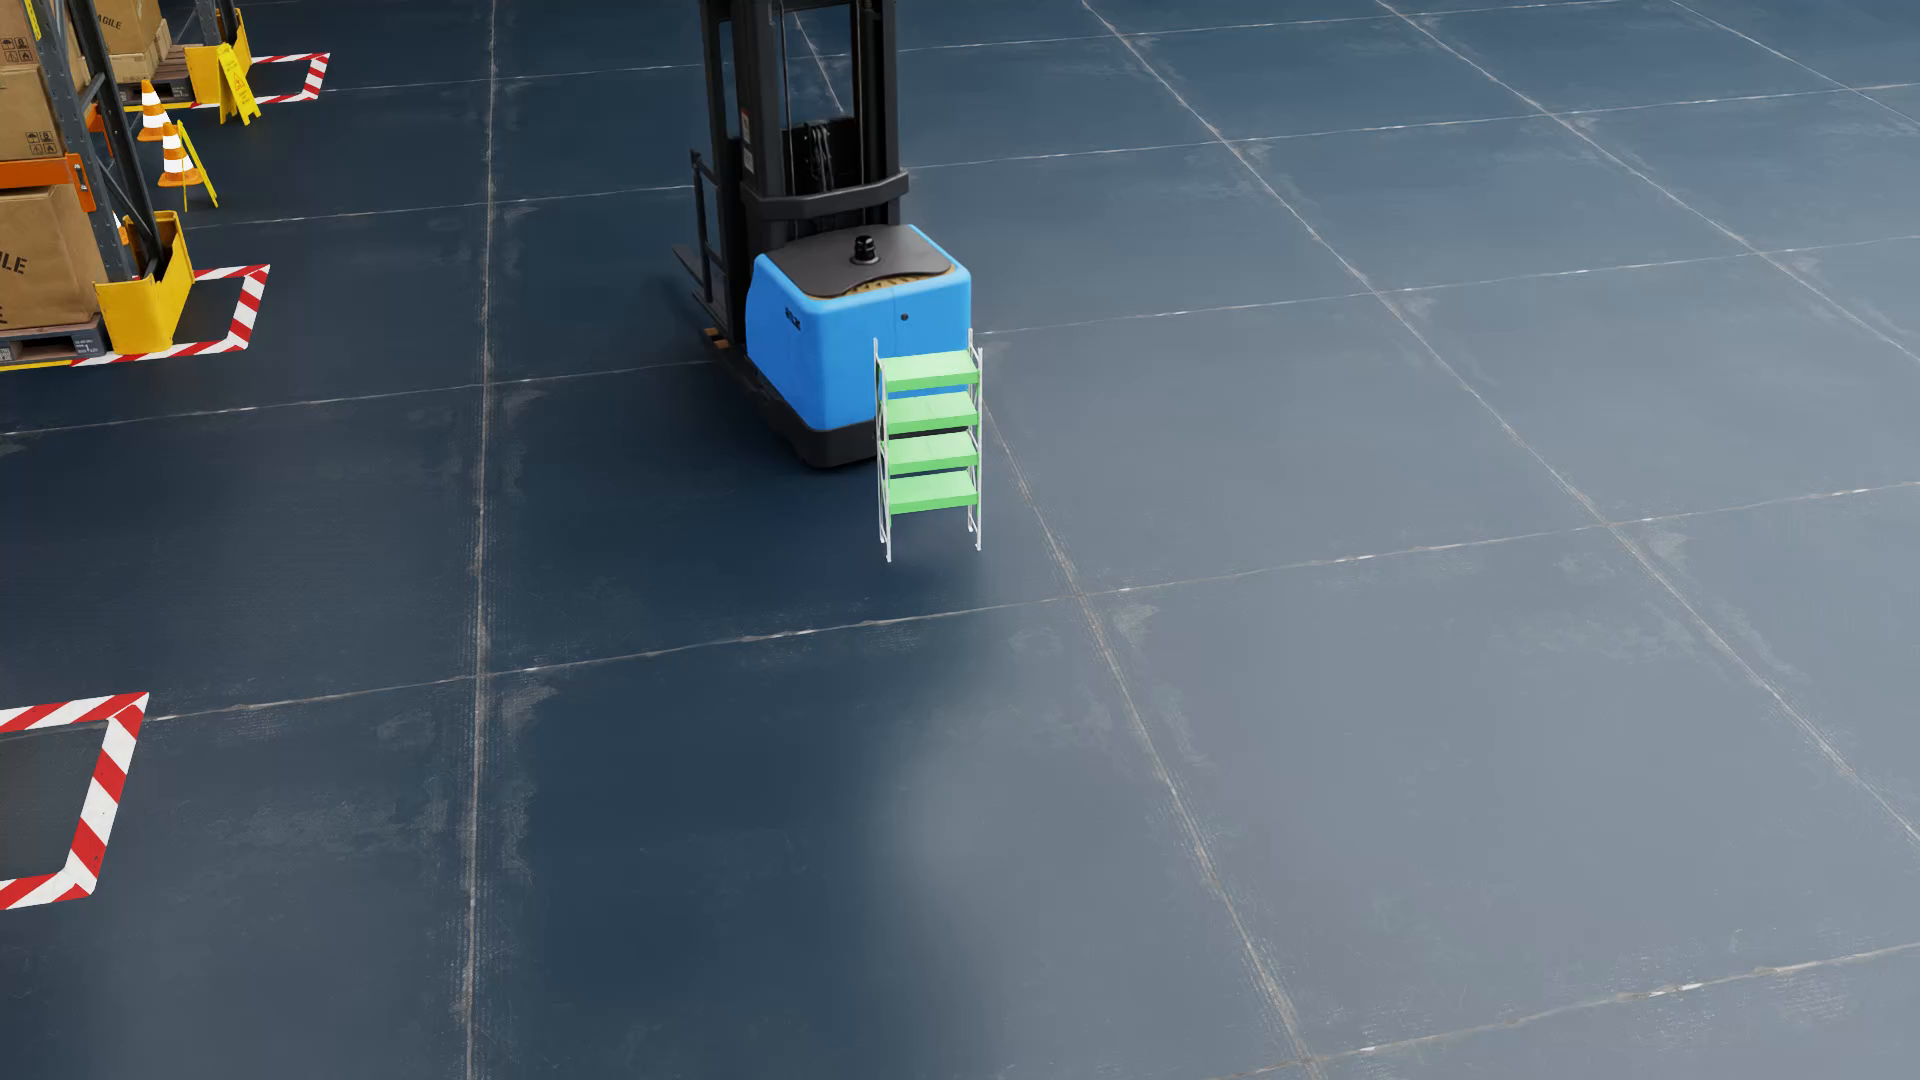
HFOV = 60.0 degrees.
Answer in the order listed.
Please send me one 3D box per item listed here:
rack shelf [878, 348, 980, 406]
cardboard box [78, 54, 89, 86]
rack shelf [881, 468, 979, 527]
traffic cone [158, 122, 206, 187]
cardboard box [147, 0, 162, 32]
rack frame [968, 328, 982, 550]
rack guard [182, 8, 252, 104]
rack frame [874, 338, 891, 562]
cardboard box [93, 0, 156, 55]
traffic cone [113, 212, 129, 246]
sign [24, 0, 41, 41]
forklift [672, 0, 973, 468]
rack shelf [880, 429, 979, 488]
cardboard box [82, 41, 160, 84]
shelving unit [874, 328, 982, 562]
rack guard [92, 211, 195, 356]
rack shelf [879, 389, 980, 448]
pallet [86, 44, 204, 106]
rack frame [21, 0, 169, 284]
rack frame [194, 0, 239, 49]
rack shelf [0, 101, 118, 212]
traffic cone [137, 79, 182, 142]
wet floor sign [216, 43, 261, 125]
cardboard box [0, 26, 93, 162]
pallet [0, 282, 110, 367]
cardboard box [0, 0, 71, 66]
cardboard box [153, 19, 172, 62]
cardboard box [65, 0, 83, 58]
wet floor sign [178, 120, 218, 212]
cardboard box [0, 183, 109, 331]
[{"bbox_3d":[-0.161,-0.823,8.377,0.480,0.148,0.258,-7,35,-11],"label":"rack shelf"},{"bbox_3d":[-7.882,-4.171,14.588,0.500,0.250,0.500,-7,35,-10],"label":"cardboard box"},{"bbox_3d":[-0.161,-0.226,8.778,0.480,0.148,0.258,-7,35,-11],"label":"rack shelf"},{"bbox_3d":[-6.205,-3.075,13.139,0.334,0.463,0.336,-7,35,-11],"label":"traffic cone"},{"bbox_3d":[-7.517,-4.835,14.904,0.500,0.500,0.500,-8,35,-12],"label":"cardboard box"},{"bbox_3d":[0.077,-0.508,8.653,0.015,1.200,0.240,-7,35,-11],"label":"rack frame"},{"bbox_3d":[-6.720,-4.396,15.075,0.348,0.500,1.175,-7,35,-11],"label":"rack guard"},{"bbox_3d":[-0.399,-0.448,8.564,0.015,1.200,0.240,-7,35,-11],"label":"rack frame"},{"bbox_3d":[-7.370,-4.547,14.475,0.500,0.500,0.500,-7,34,-10],"label":"cardboard box"},{"bbox_3d":[-6.287,-2.419,12.162,0.334,0.463,0.336,-7,35,-11],"label":"traffic cone"},{"bbox_3d":[-5.350,-3.048,9.572,0.005,0.325,0.100,-7,35,-11],"label":"sign"},{"bbox_3d":[-1.037,-2.432,9.966,1.130,2.935,3.031,-16,37,-22],"label":"forklift"},{"bbox_3d":[-0.161,-0.425,8.644,0.480,0.148,0.258,-7,35,-11],"label":"rack shelf"},{"bbox_3d":[-7.399,-4.228,14.672,0.500,0.250,0.500,-7,35,-11],"label":"cardboard box"},{"bbox_3d":[-0.161,-0.478,8.608,0.503,1.200,0.258,-7,35,-11],"label":"shelving unit"},{"bbox_3d":[-5.432,-1.731,11.103,0.348,0.500,1.175,-7,35,-11],"label":"rack guard"},{"bbox_3d":[-0.161,-0.624,8.510,0.480,0.148,0.258,-7,35,-11],"label":"rack shelf"},{"bbox_3d":[-7.521,-4.196,15.036,1.213,0.211,1.003,-7,35,-11],"label":"pallet"},{"bbox_3d":[-5.456,-2.766,10.402,0.127,3.000,1.000,-7,35,-11],"label":"rack frame"},{"bbox_3d":[-6.646,-5.443,14.393,0.127,3.000,1.000,-7,35,-11],"label":"rack frame"},{"bbox_3d":[-7.407,-2.221,10.236,4.000,0.370,1.077,-7,35,-11],"label":"rack shelf"},{"bbox_3d":[-6.781,-3.636,13.976,0.334,0.463,0.336,-7,35,-11],"label":"traffic cone"},{"bbox_3d":[-6.225,-3.908,14.217,0.232,0.644,0.267,4,34,6],"label":"wet floor sign"},{"bbox_3d":[-5.808,-2.758,10.256,0.550,0.550,0.875,-7,35,-11],"label":"cardboard box"},{"bbox_3d":[-6.218,-1.467,10.969,1.213,0.211,1.003,-7,35,-11],"label":"pallet"},{"bbox_3d":[-5.826,-3.252,10.023,0.550,0.550,0.875,-7,35,-11],"label":"cardboard box"},{"bbox_3d":[-7.494,-4.527,15.118,0.500,0.250,0.500,-7,35,-11],"label":"cardboard box"},{"bbox_3d":[-7.879,-4.481,14.377,0.500,0.500,0.500,-6,34,-9],"label":"cardboard box"},{"bbox_3d":[-5.864,-2.868,12.667,0.232,0.644,0.267,-13,36,-19],"label":"wet floor sign"},{"bbox_3d":[-6.103,-1.938,10.700,0.875,0.875,0.875,-7,34,-10],"label":"cardboard box"}]
